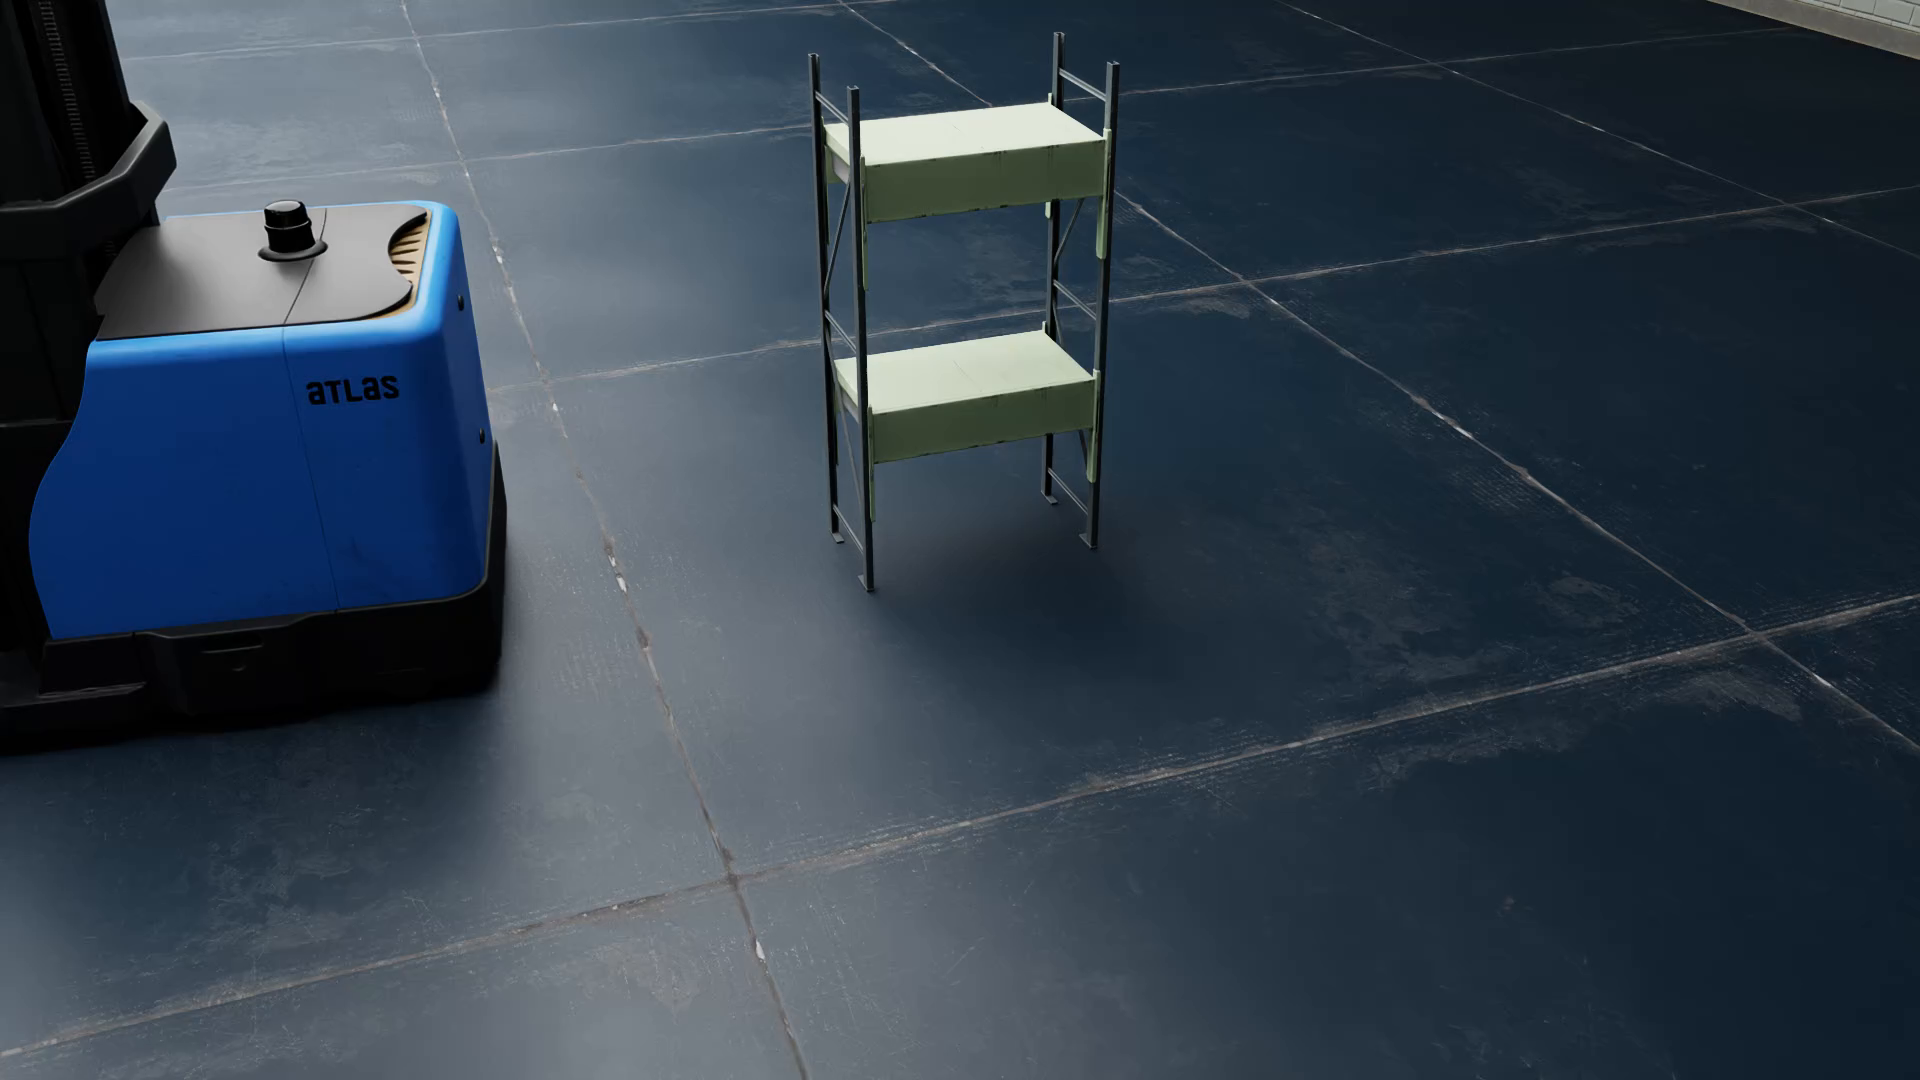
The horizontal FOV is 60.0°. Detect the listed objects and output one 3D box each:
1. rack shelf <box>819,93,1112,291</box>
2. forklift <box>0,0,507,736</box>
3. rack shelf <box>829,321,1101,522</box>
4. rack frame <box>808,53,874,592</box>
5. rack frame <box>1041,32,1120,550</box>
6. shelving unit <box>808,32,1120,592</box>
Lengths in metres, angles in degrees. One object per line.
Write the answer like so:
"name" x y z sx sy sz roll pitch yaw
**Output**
"rack shelf" 0.006 -0.992 4.688 0.720 0.370 0.431 -10 31 -18
"forklift" -2.832 -0.952 3.960 3.031 2.935 1.130 -6 30 -11
"rack shelf" 0.006 -0.370 5.042 0.720 0.370 0.431 -10 31 -18
"rack frame" -0.337 -0.590 4.770 0.023 1.500 0.400 -10 31 -18
"rack frame" 0.349 -0.716 4.992 0.023 1.500 0.400 -10 31 -18
"shelving unit" 0.006 -0.653 4.881 0.755 1.500 0.431 -10 31 -18
